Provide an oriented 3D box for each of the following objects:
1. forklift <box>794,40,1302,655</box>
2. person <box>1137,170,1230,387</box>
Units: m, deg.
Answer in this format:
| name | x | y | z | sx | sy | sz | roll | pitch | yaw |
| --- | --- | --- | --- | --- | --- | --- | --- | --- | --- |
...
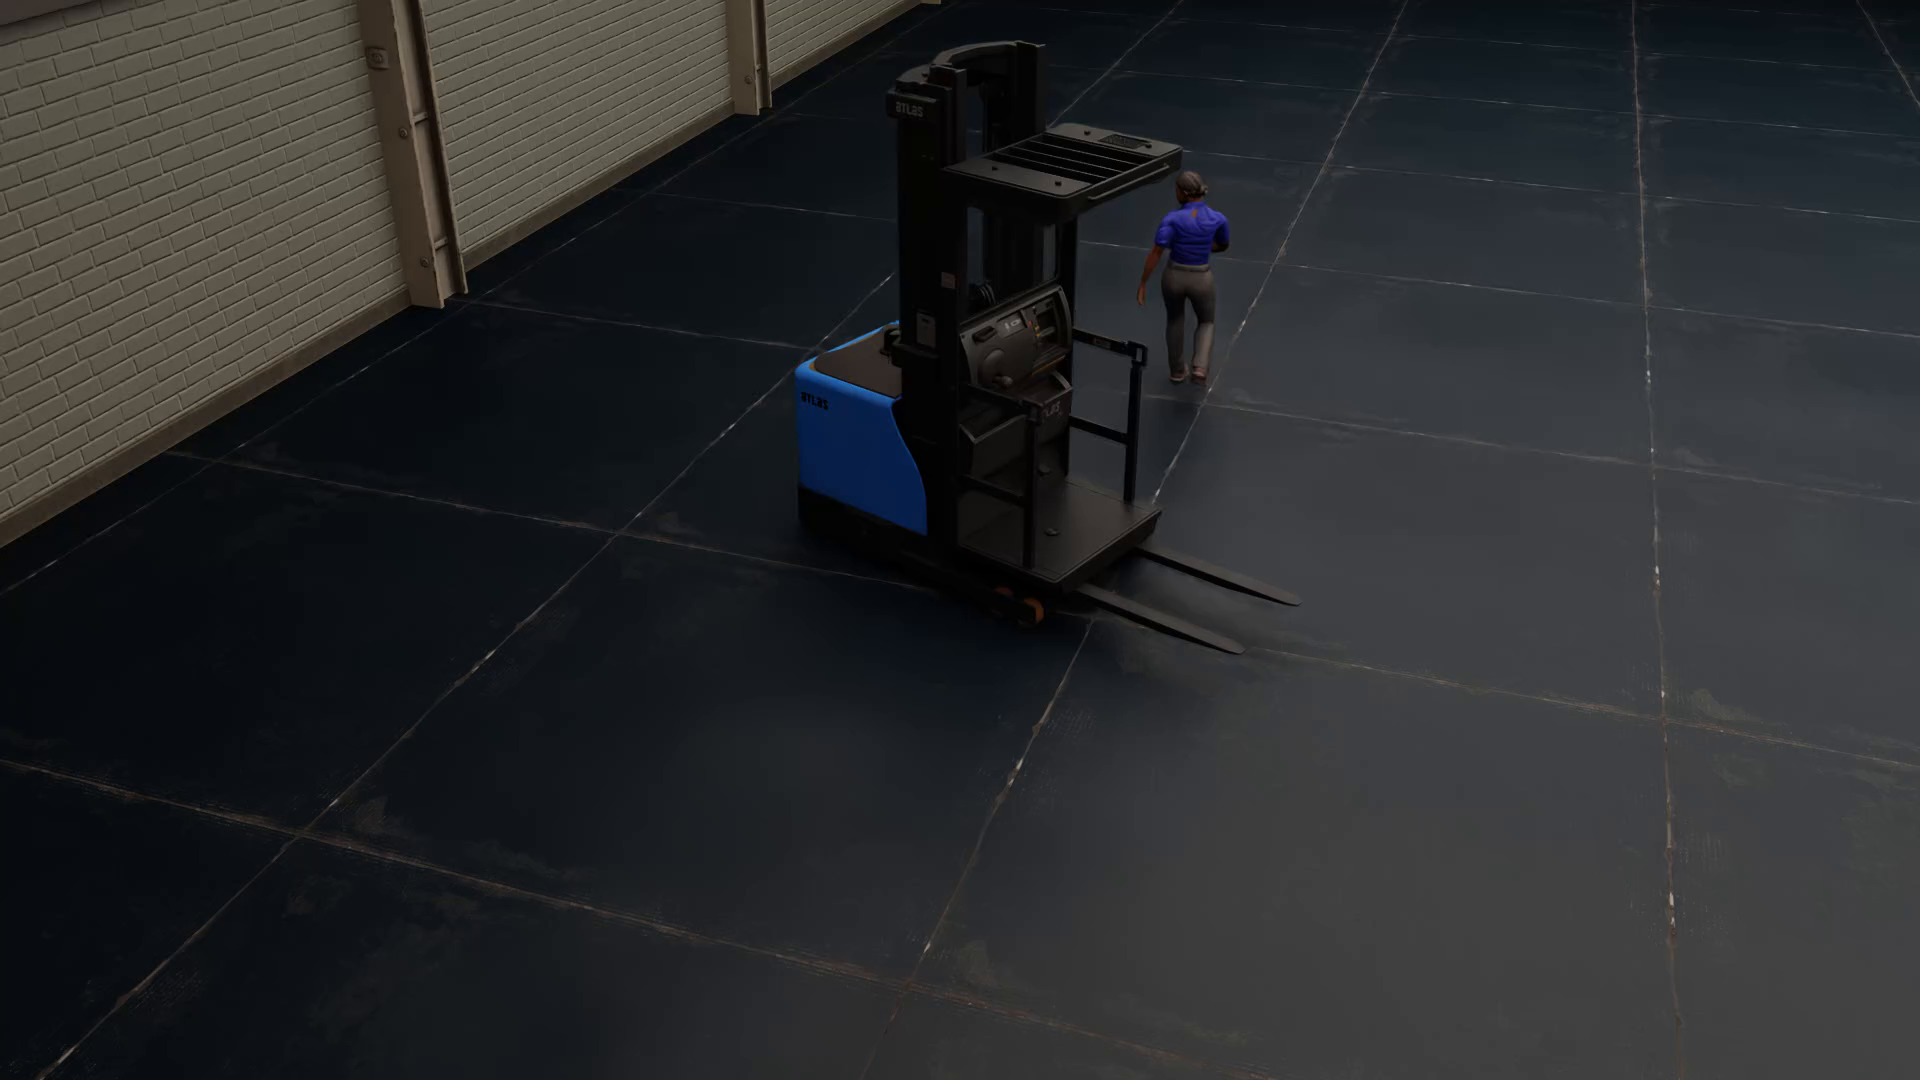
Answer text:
| name | x | y | z | sx | sy | sz | roll | pitch | yaw |
| --- | --- | --- | --- | --- | --- | --- | --- | --- | --- |
| forklift | 0.477 | -1.085 | 9.040 | 3.031 | 2.935 | 1.130 | 22 | 36 | 33 |
| person | 1.569 | -1.829 | 11.702 | 0.600 | 1.603 | 0.603 | 6 | 30 | 10 |
